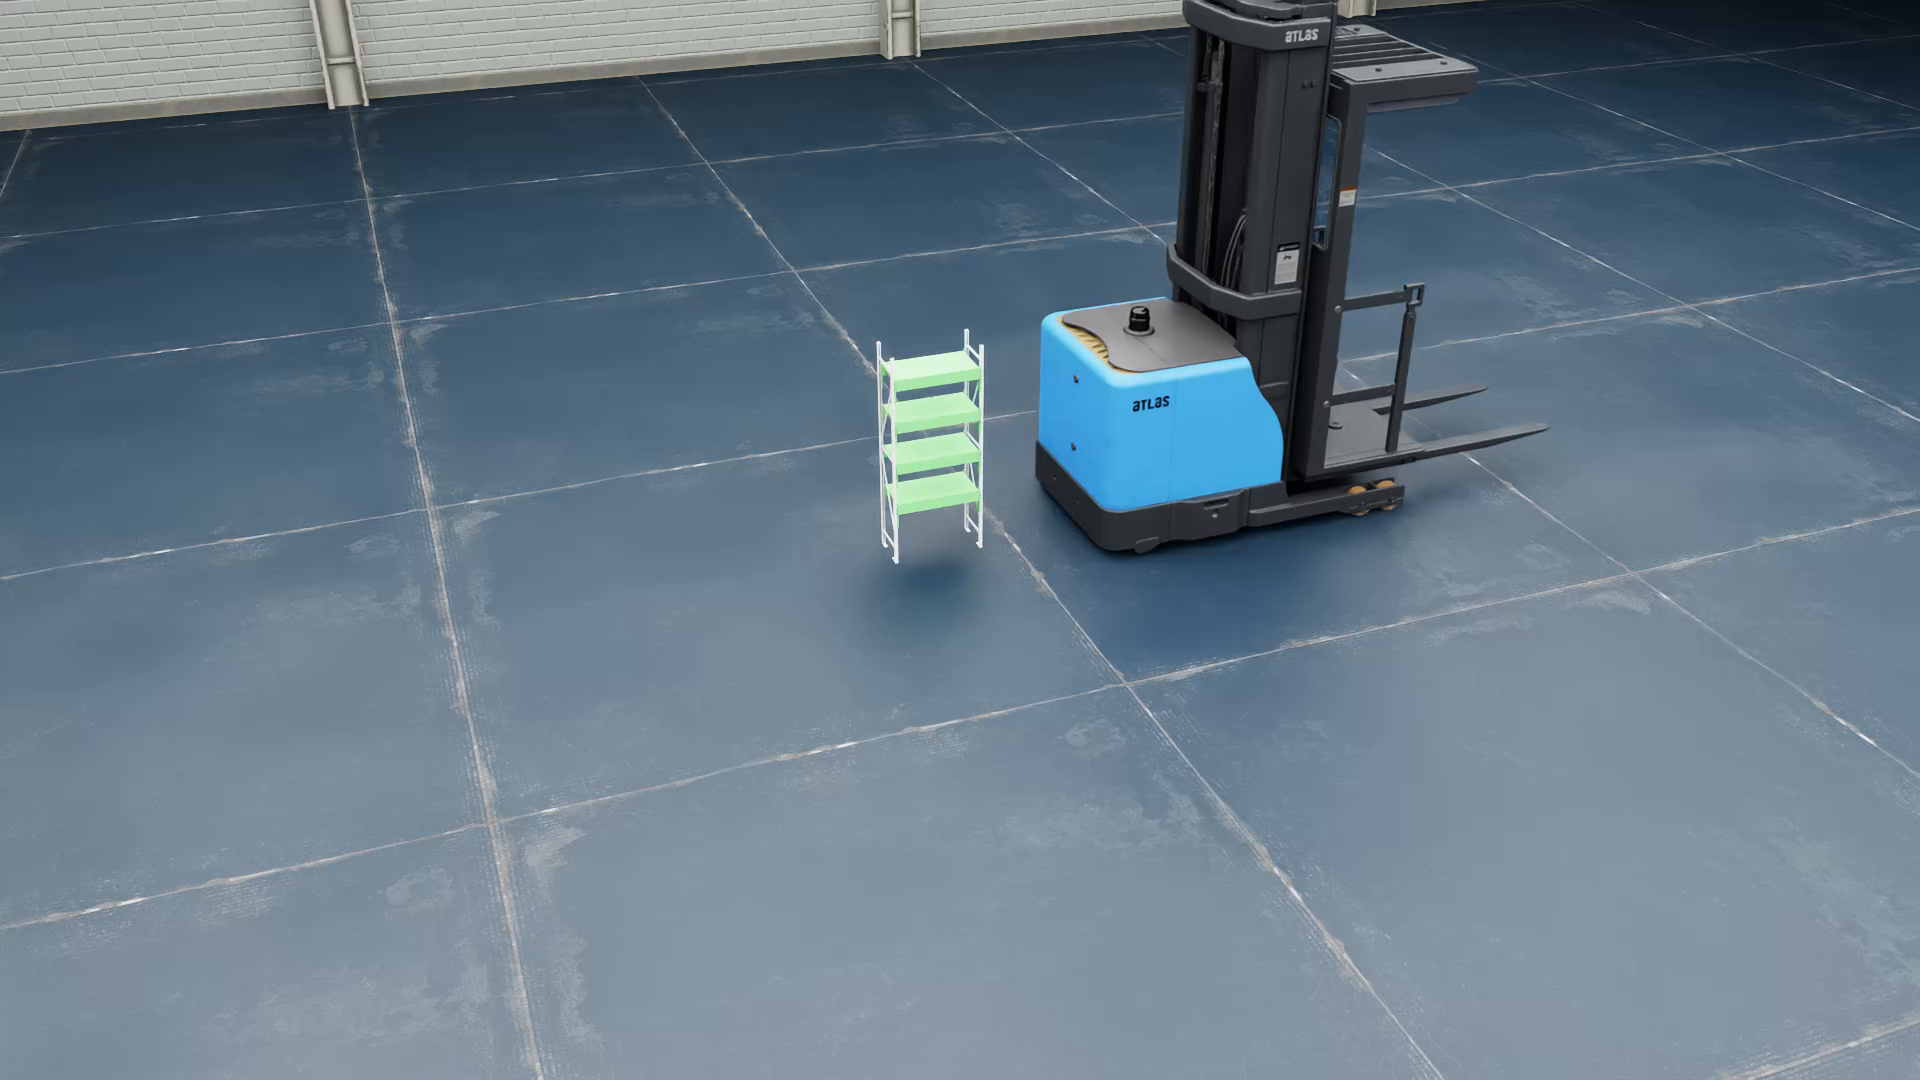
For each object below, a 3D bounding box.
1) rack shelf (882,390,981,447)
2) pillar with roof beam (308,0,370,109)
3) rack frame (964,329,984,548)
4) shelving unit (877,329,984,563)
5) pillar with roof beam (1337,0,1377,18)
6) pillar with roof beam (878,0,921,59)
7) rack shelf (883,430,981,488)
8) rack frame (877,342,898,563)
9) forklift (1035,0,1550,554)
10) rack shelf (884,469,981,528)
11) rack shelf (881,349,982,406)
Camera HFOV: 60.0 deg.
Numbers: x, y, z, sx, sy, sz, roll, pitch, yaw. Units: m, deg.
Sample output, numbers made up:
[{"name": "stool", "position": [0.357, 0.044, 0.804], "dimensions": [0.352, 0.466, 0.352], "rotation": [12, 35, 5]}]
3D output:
[{"name": "rack shelf", "position": [-0.155, -0.646, 8.816], "dimensions": [0.480, 0.148, 0.258], "rotation": [-10, 31, -18]}, {"name": "pillar with roof beam", "position": [-4.805, -6.413, 11.416], "dimensions": [0.400, 9.000, 9.100], "rotation": [-10, 31, -18]}, {"name": "rack frame", "position": [0.074, -0.535, 8.977], "dimensions": [0.015, 1.200, 0.240], "rotation": [-10, 31, -18]}, {"name": "shelving unit", "position": [-0.155, -0.493, 8.903], "dimensions": [0.503, 1.200, 0.258], "rotation": [-10, 31, -18]}, {"name": "pillar with roof beam", "position": [6.442, -8.485, 15.052], "dimensions": [0.400, 9.000, 9.100], "rotation": [-10, 31, -18]}, {"name": "pillar with roof beam", "position": [0.819, -7.449, 13.234], "dimensions": [0.400, 9.000, 9.100], "rotation": [-10, 31, -18]}, {"name": "rack shelf", "position": [-0.155, -0.437, 8.934], "dimensions": [0.480, 0.148, 0.258], "rotation": [-10, 31, -18]}, {"name": "rack frame", "position": [-0.384, -0.451, 8.829], "dimensions": [0.015, 1.200, 0.240], "rotation": [-10, 31, -18]}, {"name": "forklift", "position": [2.012, -1.645, 9.176], "dimensions": [3.031, 2.935, 1.130], "rotation": [-11, 31, -18]}, {"name": "rack shelf", "position": [-0.155, -0.229, 9.053], "dimensions": [0.480, 0.148, 0.258], "rotation": [-10, 31, -18]}, {"name": "rack shelf", "position": [-0.155, -0.854, 8.697], "dimensions": [0.480, 0.148, 0.258], "rotation": [-10, 31, -18]}]
